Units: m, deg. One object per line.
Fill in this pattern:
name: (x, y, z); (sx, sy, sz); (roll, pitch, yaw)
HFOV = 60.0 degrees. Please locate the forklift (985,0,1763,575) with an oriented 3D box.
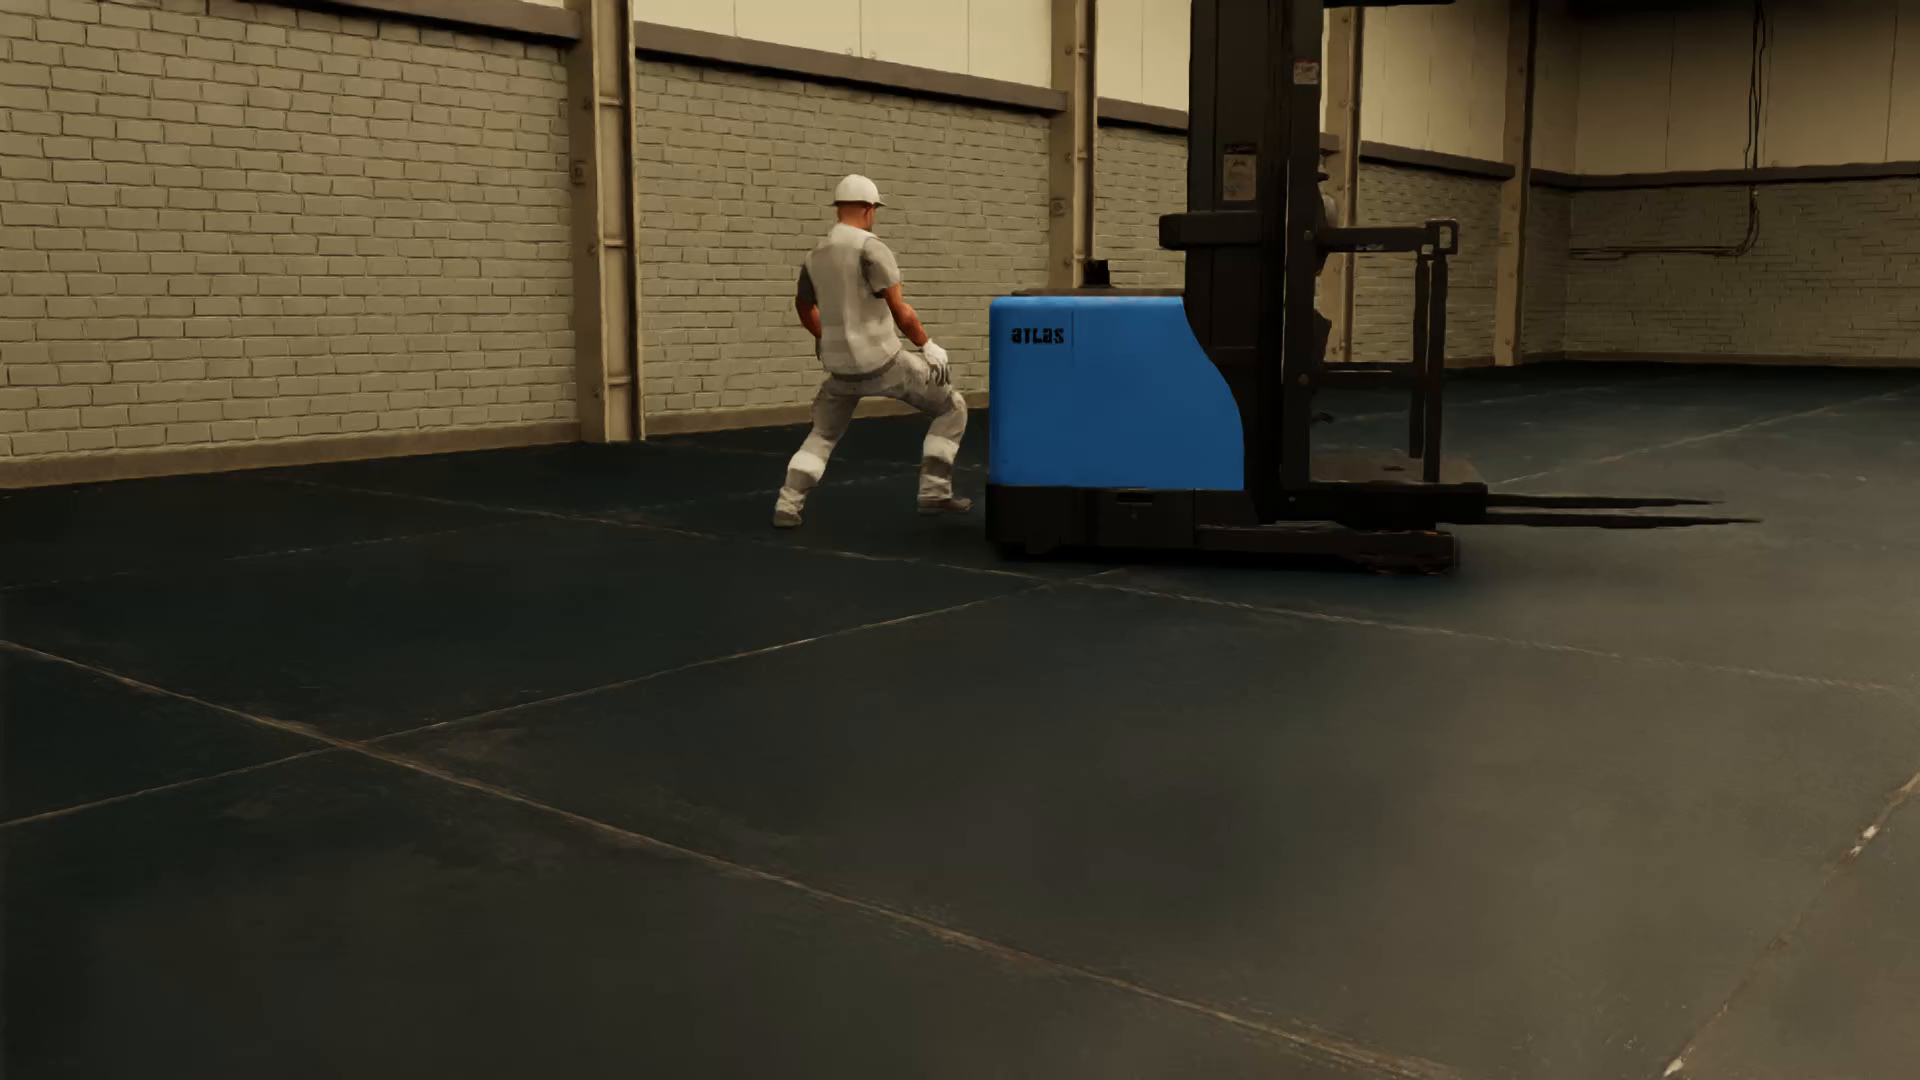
forklift: (1.675, -1.399, 6.846); (3.031, 2.935, 1.130); (2, 9, 12)

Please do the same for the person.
person: (-0.469, -0.866, 7.768); (0.996, 1.643, 0.703); (8, 11, 43)
